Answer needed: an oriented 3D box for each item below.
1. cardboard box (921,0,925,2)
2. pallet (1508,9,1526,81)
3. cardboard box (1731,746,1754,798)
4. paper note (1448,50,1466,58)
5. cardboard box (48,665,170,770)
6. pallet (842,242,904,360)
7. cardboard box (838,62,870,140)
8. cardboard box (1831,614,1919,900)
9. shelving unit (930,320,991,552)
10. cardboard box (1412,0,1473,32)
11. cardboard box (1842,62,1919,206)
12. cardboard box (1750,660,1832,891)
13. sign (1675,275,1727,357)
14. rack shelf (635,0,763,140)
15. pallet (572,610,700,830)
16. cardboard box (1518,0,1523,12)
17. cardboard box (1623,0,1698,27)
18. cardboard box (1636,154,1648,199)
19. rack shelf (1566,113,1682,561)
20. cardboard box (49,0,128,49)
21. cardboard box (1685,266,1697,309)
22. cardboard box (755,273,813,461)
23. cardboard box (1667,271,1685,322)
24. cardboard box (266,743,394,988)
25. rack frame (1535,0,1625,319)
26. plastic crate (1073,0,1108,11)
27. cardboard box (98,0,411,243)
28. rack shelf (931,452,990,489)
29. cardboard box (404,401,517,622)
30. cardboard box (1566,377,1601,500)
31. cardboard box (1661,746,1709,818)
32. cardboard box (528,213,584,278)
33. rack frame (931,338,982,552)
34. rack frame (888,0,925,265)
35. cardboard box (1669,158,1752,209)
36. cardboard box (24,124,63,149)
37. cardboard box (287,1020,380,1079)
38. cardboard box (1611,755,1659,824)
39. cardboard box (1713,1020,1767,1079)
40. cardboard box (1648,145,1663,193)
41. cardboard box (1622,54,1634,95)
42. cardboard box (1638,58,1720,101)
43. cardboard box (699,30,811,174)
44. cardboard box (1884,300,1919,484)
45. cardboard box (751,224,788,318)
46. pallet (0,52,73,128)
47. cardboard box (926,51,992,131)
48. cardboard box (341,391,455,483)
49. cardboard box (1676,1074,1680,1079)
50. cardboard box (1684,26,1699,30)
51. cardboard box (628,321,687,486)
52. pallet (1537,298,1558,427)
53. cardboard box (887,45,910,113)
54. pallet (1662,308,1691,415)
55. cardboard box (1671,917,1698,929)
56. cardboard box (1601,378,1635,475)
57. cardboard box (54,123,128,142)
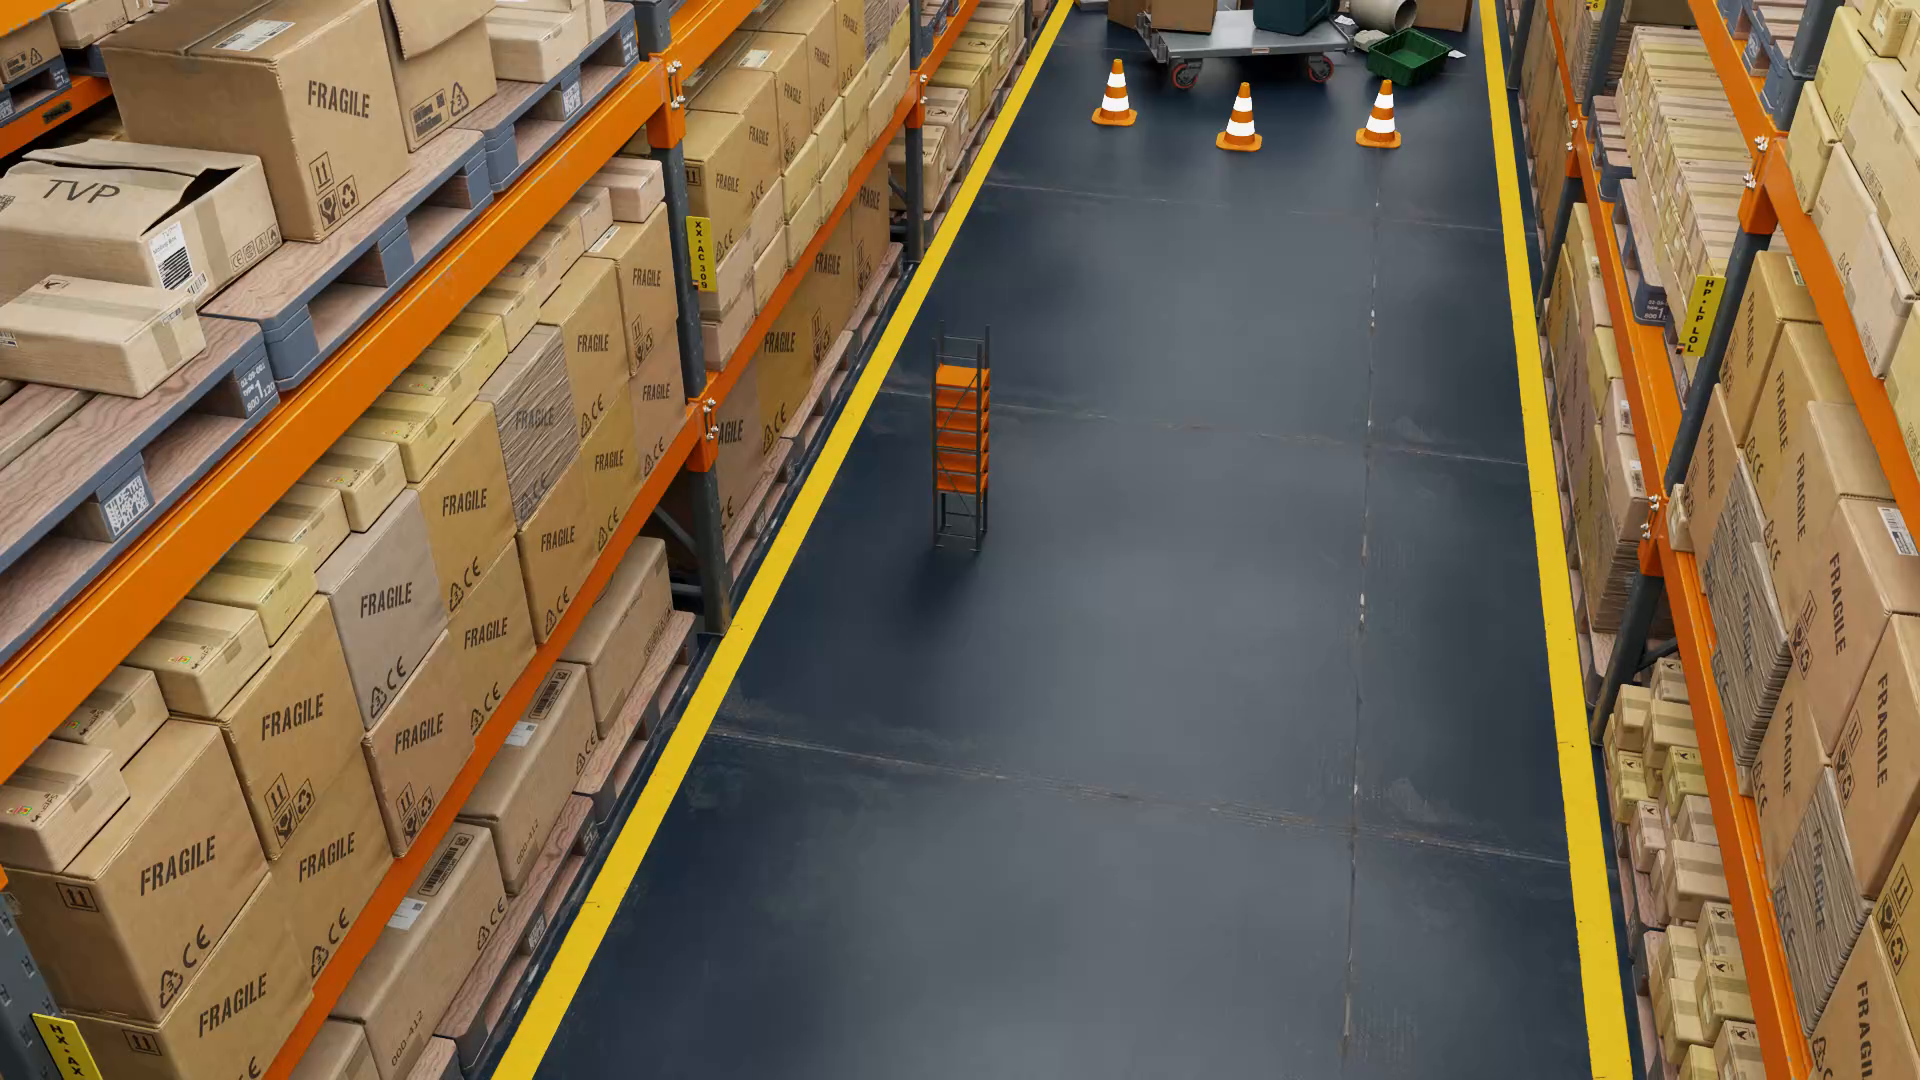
[{"bbox_3d":[-0.417,-3.700,10.373,0.500,0.500,0.500,6,36,9],"label":"cardboard box"},{"bbox_3d":[5.211,-4.168,14.091,1.003,0.211,1.213,7,37,10],"label":"pallet"},{"bbox_3d":[2.650,0.700,5.213,0.380,0.149,0.250,9,37,12],"label":"cardboard box"},{"bbox_3d":[4.231,-4.168,14.244,0.147,0.020,0.142,-17,39,-22],"label":"paper note"},{"bbox_3d":[-2.115,0.410,3.908,0.380,0.149,0.250,8,37,11],"label":"cardboard box"},{"bbox_3d":[-0.981,-1.569,10.504,1.003,0.211,1.213,7,37,10],"label":"pallet"},{"bbox_3d":[-0.790,-2.382,8.952,0.500,0.250,0.500,6,36,9],"label":"cardboard box"},{"bbox_3d":[2.474,0.560,4.001,0.500,0.500,0.500,9,37,12],"label":"cardboard box"},{"bbox_3d":[0.003,-0.494,8.179,0.258,1.200,0.189,7,37,10],"label":"shelving unit"},{"bbox_3d":[4.301,-4.878,14.823,0.500,0.500,0.500,14,38,18],"label":"cardboard box"},{"bbox_3d":[2.815,-1.110,4.641,0.500,0.250,0.500,7,37,10],"label":"cardboard box"},{"bbox_3d":[2.584,0.687,4.678,0.500,0.500,0.500,9,37,12],"label":"cardboard box"},{"bbox_3d":[2.721,-0.821,6.110,0.100,0.325,0.005,7,37,10],"label":"sign"},{"bbox_3d":[-1.167,-2.917,8.046,1.077,0.370,4.000,7,37,10],"label":"rack shelf"},{"bbox_3d":[-1.833,0.708,7.363,1.003,0.211,1.213,7,37,10],"label":"pallet"},{"bbox_3d":[5.364,-5.050,14.384,0.875,0.875,0.875,8,37,10],"label":"cardboard box"},{"bbox_3d":[4.224,-3.279,9.551,0.700,0.500,0.500,7,37,10],"label":"cardboard box"},{"bbox_3d":[3.600,-1.798,8.302,0.380,0.149,0.250,8,37,11],"label":"cardboard box"},{"bbox_3d":[3.691,-1.140,8.150,1.077,0.370,4.000,7,37,10],"label":"rack shelf"},{"bbox_3d":[-5.498,-3.224,10.183,0.500,0.250,0.500,6,36,8],"label":"cardboard box"},{"bbox_3d":[3.267,-1.019,6.973,0.380,0.149,0.250,9,37,12],"label":"cardboard box"},{"bbox_3d":[-1.354,-1.041,8.853,0.875,0.875,0.875,8,37,11],"label":"cardboard box"},{"bbox_3d":[3.319,-1.041,7.256,0.380,0.149,0.250,6,36,8],"label":"cardboard box"},{"bbox_3d":[-1.984,0.873,4.674,0.500,0.500,0.500,7,36,9],"label":"cardboard box"},{"bbox_3d":[4.118,-2.578,9.521,1.000,3.000,0.127,7,37,10],"label":"rack frame"},{"bbox_3d":[1.251,-5.049,15.418,0.402,0.080,0.583,-5,36,-6],"label":"plastic crate"},{"bbox_3d":[-1.871,-1.156,4.475,0.500,0.500,0.500,8,37,11],"label":"cardboard box"},{"bbox_3d":[0.003,-0.361,8.276,0.258,0.103,0.180,7,37,10],"label":"rack shelf"},{"bbox_3d":[-1.756,-0.118,5.189,0.500,0.500,0.500,7,37,10],"label":"cardboard box"},{"bbox_3d":[3.399,-0.486,8.407,0.500,0.500,0.500,7,36,9],"label":"cardboard box"},{"bbox_3d":[2.865,0.932,6.242,0.380,0.149,0.250,7,36,9],"label":"cardboard box"},{"bbox_3d":[-1.574,-1.059,5.936,0.380,0.149,0.250,7,37,10],"label":"cardboard box"},{"bbox_3d":[-0.016,-0.442,8.107,0.240,1.200,0.006,7,37,10],"label":"rack frame"},{"bbox_3d":[-0.739,-3.140,10.297,1.000,3.000,0.127,7,37,10],"label":"rack frame"},{"bbox_3d":[3.438,-1.595,7.515,0.380,0.149,0.250,6,36,8],"label":"cardboard box"},{"bbox_3d":[-6.063,-2.619,10.798,0.380,0.149,0.250,8,37,11],"label":"cardboard box"},{"bbox_3d":[-2.405,1.923,5.137,0.875,0.438,0.875,6,36,8],"label":"cardboard box"},{"bbox_3d":[2.815,1.021,6.627,0.380,0.149,0.250,8,37,11],"label":"cardboard box"},{"bbox_3d":[2.601,1.677,5.215,0.380,0.149,0.250,6,36,8],"label":"cardboard box"},{"bbox_3d":[3.545,-1.776,8.017,0.380,0.149,0.250,7,37,10],"label":"cardboard box"},{"bbox_3d":[3.819,-2.515,9.036,0.380,0.149,0.250,9,37,12],"label":"cardboard box"},{"bbox_3d":[3.719,-2.352,8.558,0.380,0.149,0.250,7,37,10],"label":"cardboard box"},{"bbox_3d":[-1.028,-2.091,7.912,0.500,0.500,0.500,6,36,9],"label":"cardboard box"},{"bbox_3d":[2.563,-0.322,3.981,0.500,0.250,0.500,9,37,12],"label":"cardboard box"},{"bbox_3d":[-1.133,-1.302,7.889,0.500,0.250,0.500,6,36,9],"label":"cardboard box"},{"bbox_3d":[-6.000,-2.567,9.669,1.003,0.211,1.213,7,37,10],"label":"pallet"},{"bbox_3d":[-0.292,-3.427,12.574,0.950,0.372,0.625,8,37,12],"label":"cardboard box"},{"bbox_3d":[-1.729,-0.314,4.908,0.380,0.149,0.250,6,36,9],"label":"cardboard box"},{"bbox_3d":[2.526,1.913,5.396,0.380,0.149,0.250,8,37,11],"label":"cardboard box"},{"bbox_3d":[4.478,-2.842,9.800,0.500,0.500,0.500,8,37,10],"label":"cardboard box"},{"bbox_3d":[-1.443,-0.590,6.692,0.500,0.500,0.500,8,37,10],"label":"cardboard box"},{"bbox_3d":[3.950,-1.001,9.721,1.003,0.211,1.213,7,37,10],"label":"pallet"},{"bbox_3d":[-0.594,-2.757,9.896,0.500,0.250,0.500,6,36,8],"label":"cardboard box"},{"bbox_3d":[3.569,-0.627,6.992,1.003,0.211,1.213,7,37,10],"label":"pallet"},{"bbox_3d":[2.748,1.357,5.910,0.380,0.149,0.250,9,37,12],"label":"cardboard box"},{"bbox_3d":[3.299,-0.498,7.784,0.500,0.250,0.500,9,37,12],"label":"cardboard box"},{"bbox_3d":[-5.575,-2.560,10.716,0.380,0.149,0.250,6,36,8],"label":"cardboard box"}]
